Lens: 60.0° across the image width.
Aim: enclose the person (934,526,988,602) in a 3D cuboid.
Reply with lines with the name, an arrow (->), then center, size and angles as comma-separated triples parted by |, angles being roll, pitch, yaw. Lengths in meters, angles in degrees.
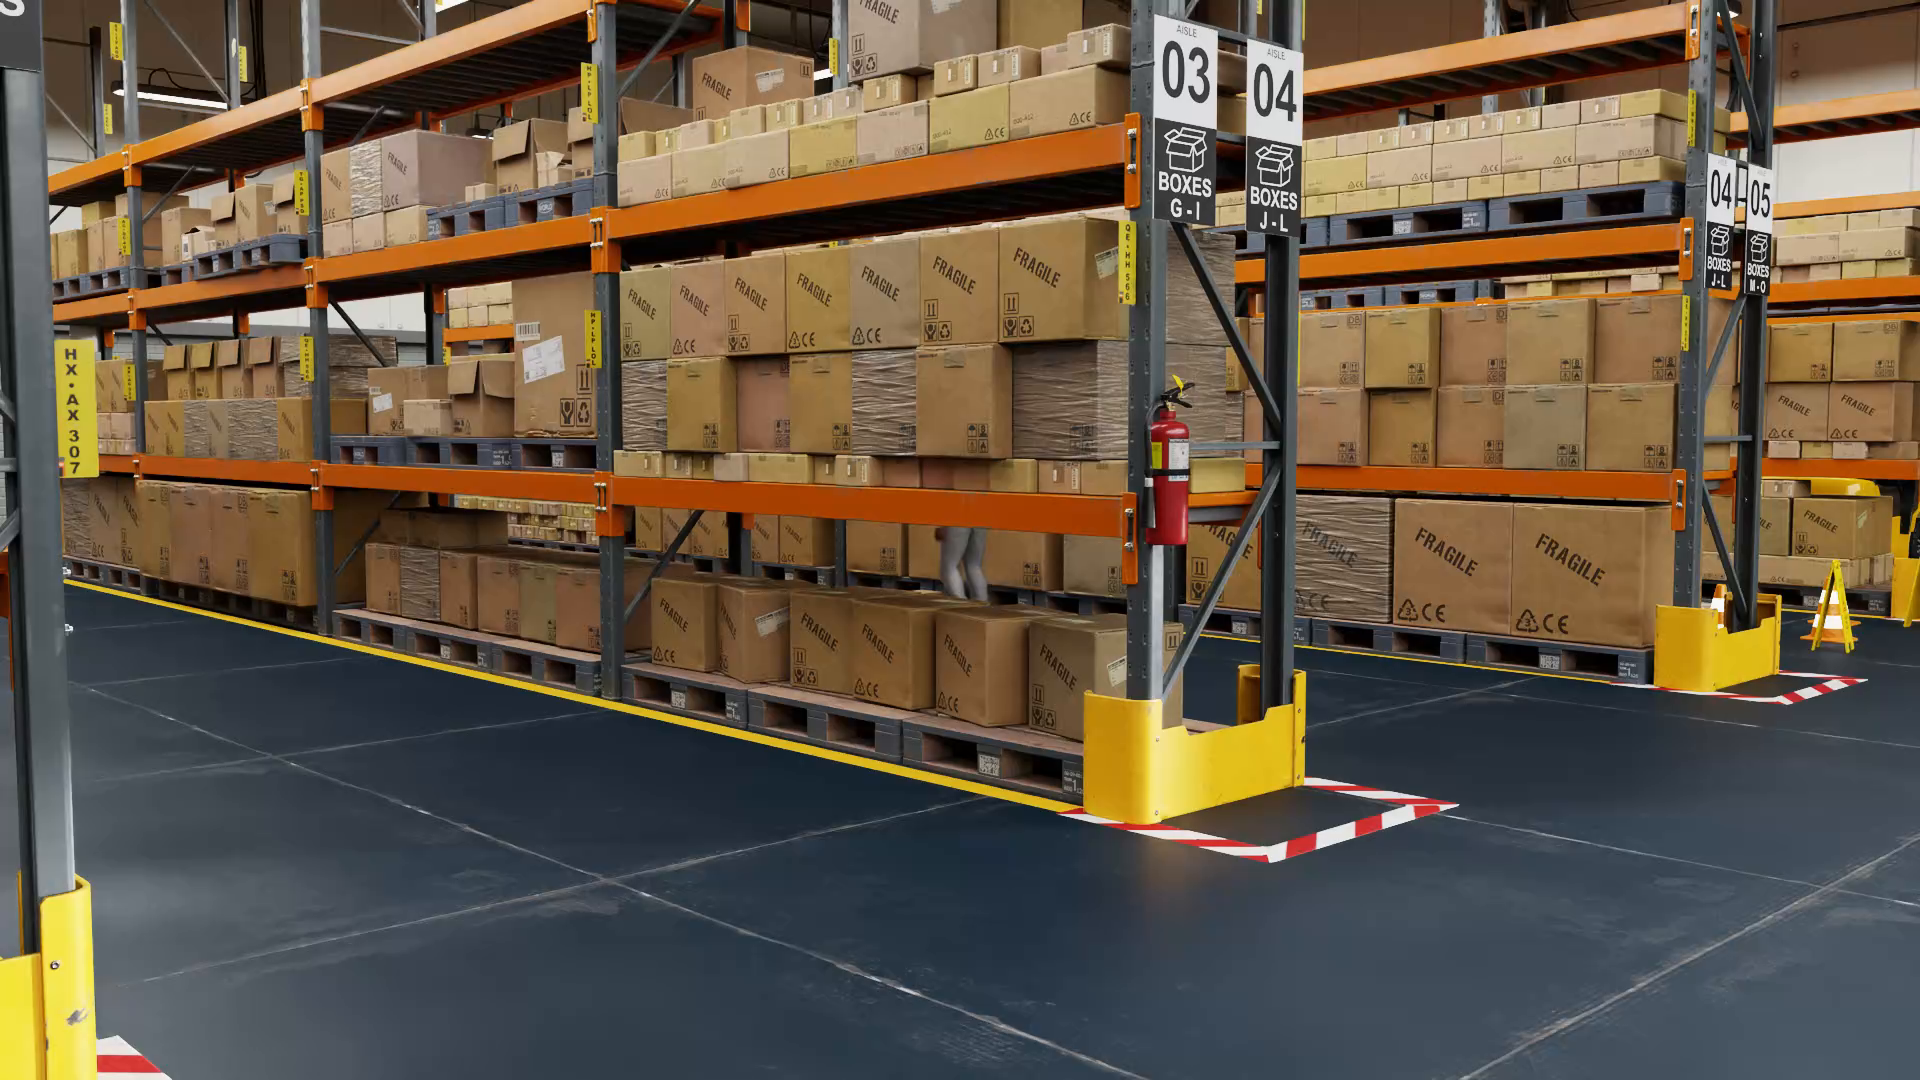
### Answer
person -> 0.017, -0.122, 12.956 | 0.443, 1.654, 0.351 | -4, 5, -42
